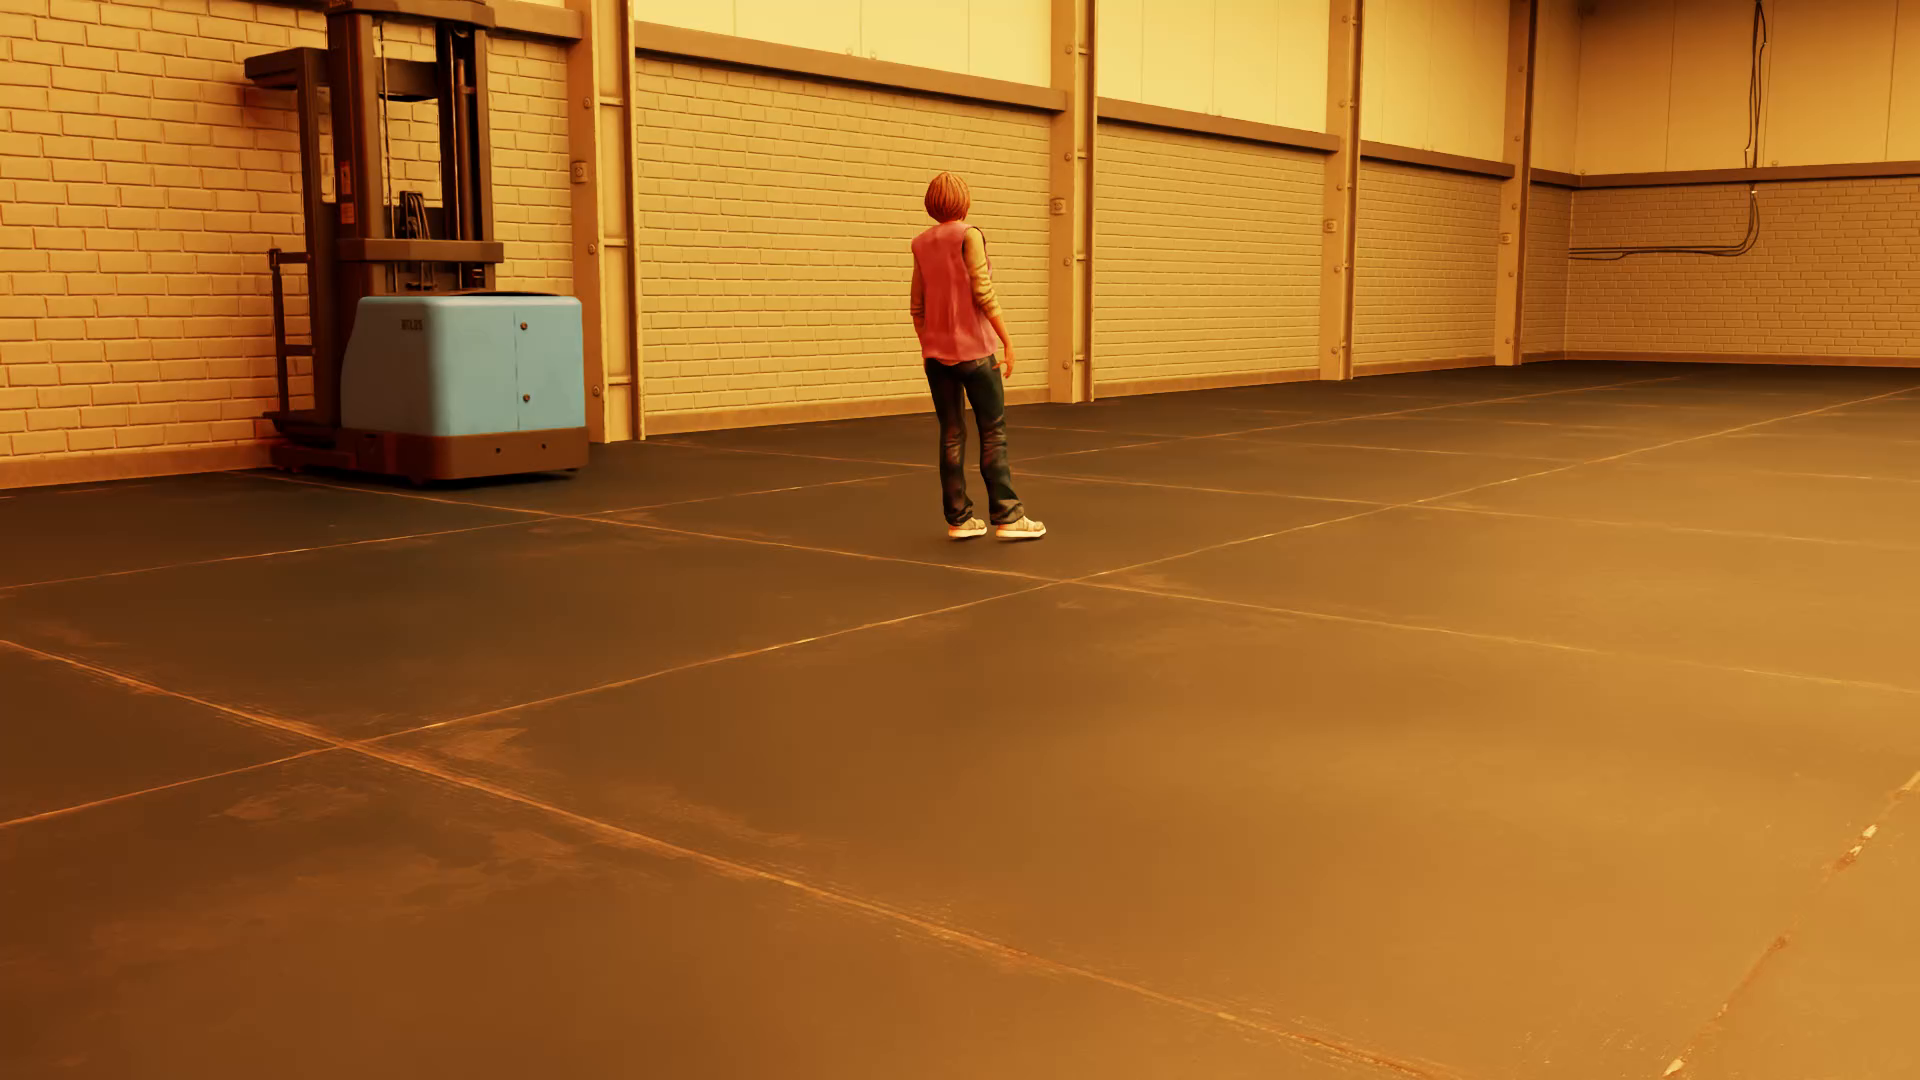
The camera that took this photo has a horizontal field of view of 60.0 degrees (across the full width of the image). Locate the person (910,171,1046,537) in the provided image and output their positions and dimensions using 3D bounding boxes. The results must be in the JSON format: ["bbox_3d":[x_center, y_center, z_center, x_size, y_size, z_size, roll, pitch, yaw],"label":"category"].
[{"bbox_3d":[0.058,-0.805,7.337,0.520,1.599,0.473,7,11,38],"label":"person"}]

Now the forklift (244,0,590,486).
[{"bbox_3d":[-3.645,-1.906,10.306,3.031,2.935,1.130,7,11,41],"label":"forklift"}]
